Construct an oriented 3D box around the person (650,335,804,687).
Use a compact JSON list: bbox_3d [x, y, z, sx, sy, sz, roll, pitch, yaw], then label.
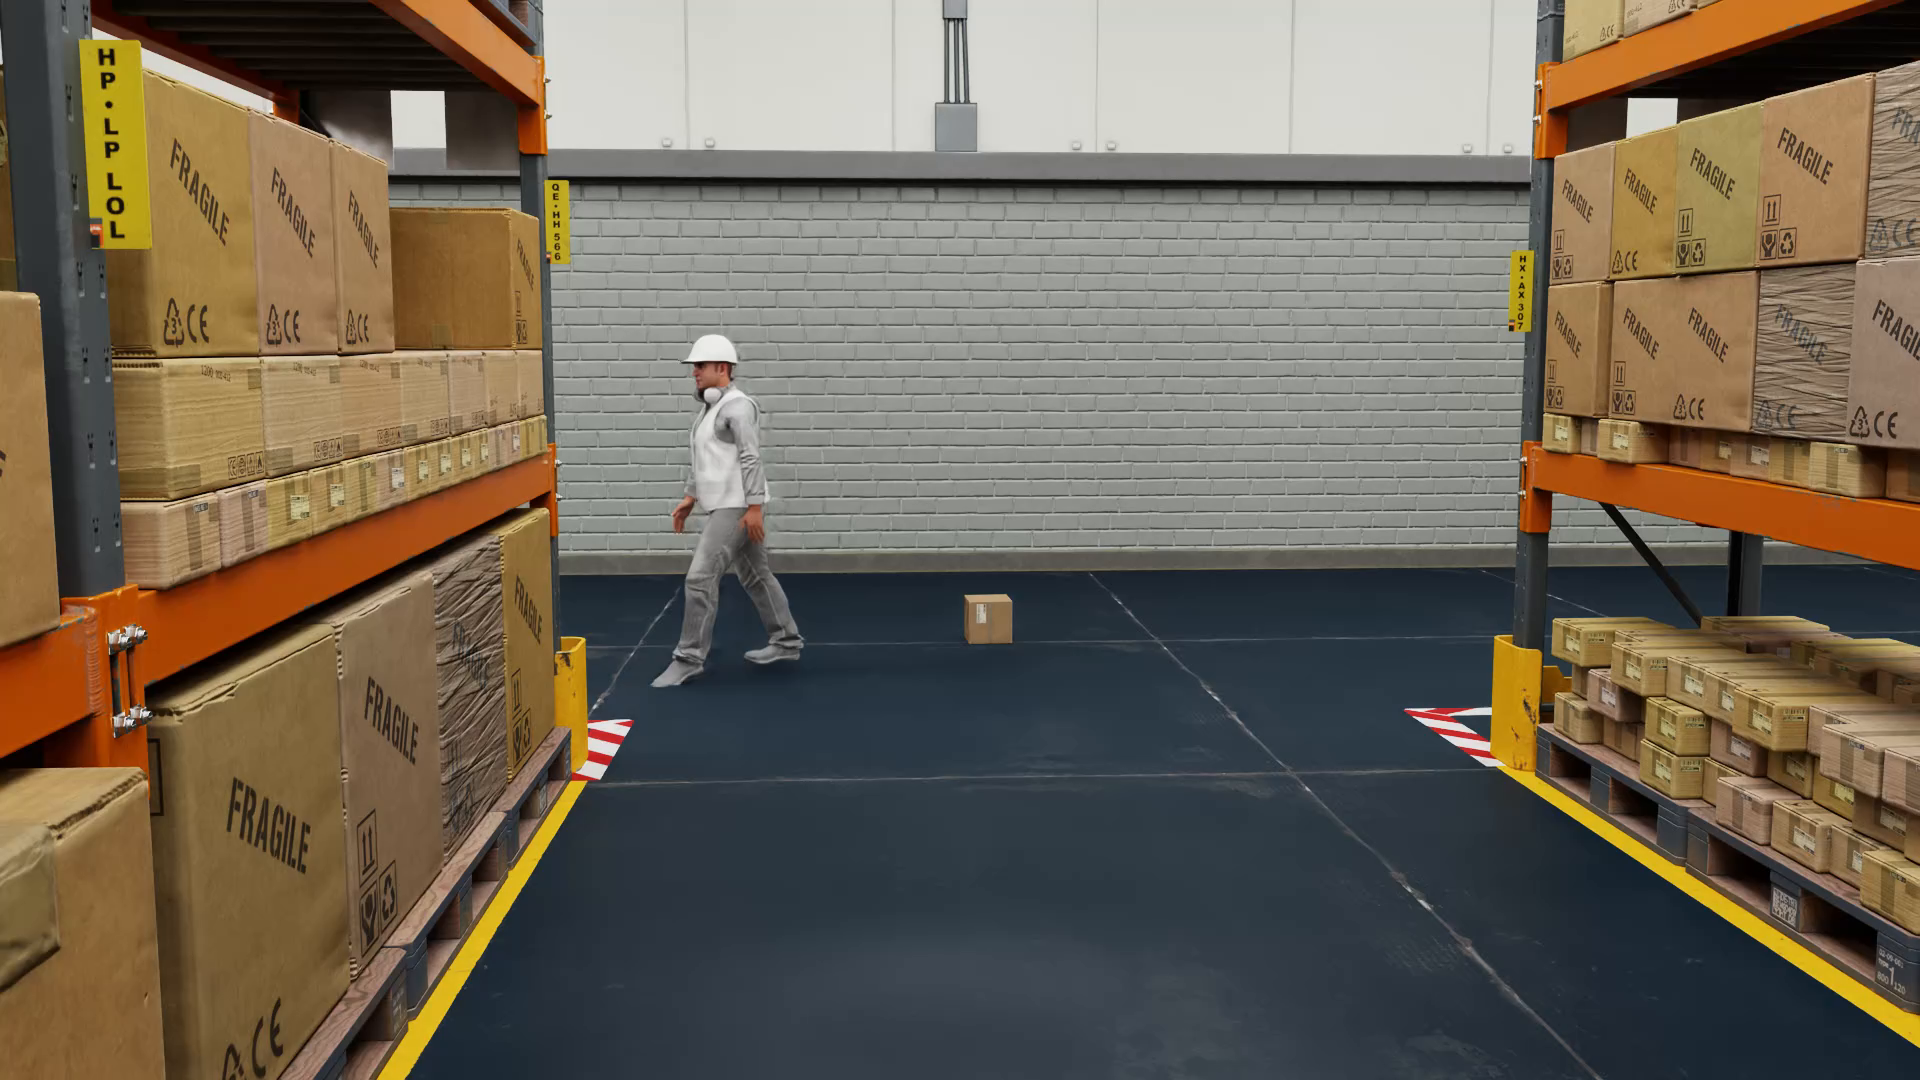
[{"bbox_3d":[-1.214,-0.153,8.575,0.850,1.800,0.561,-2,7,-19],"label":"person"}]
